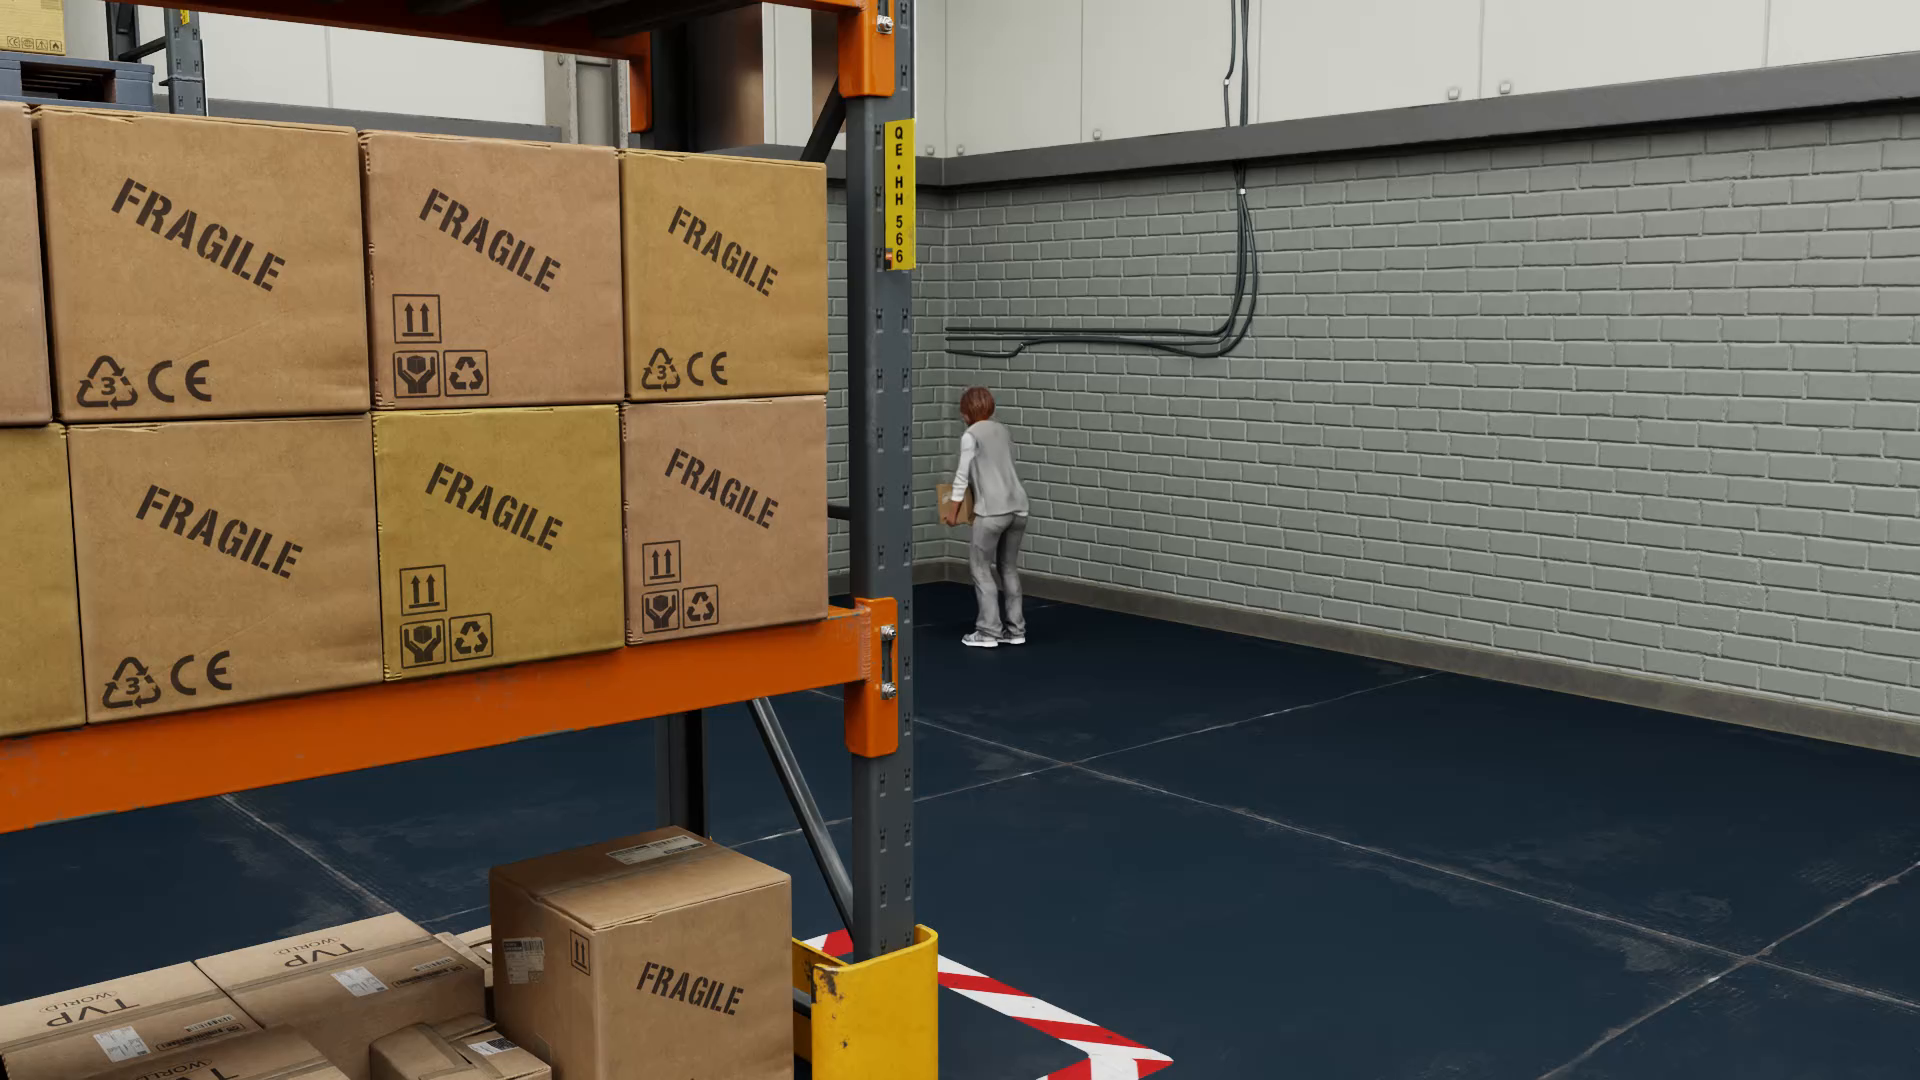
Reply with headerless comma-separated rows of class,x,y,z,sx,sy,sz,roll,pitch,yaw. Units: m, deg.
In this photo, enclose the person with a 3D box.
person,0.170,-0.138,10.020,0.373,1.562,0.532,-7,10,-42
